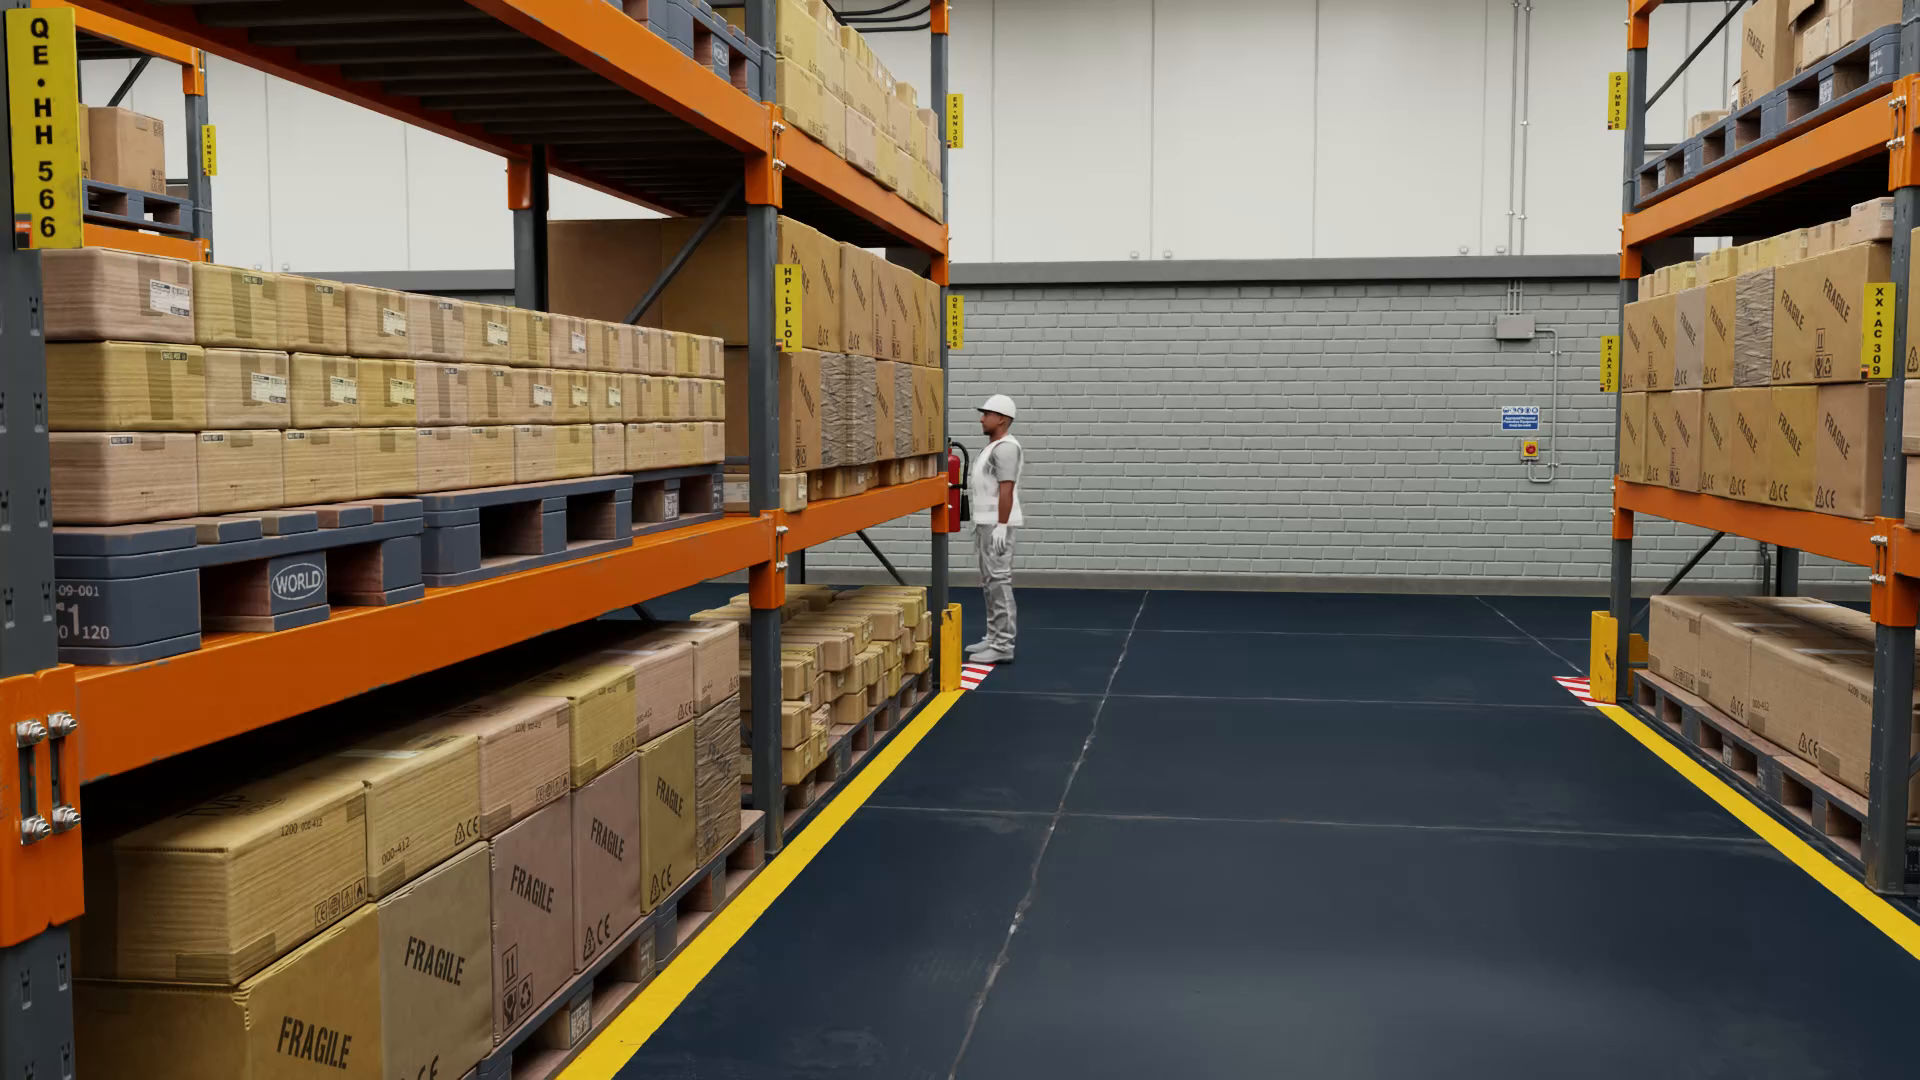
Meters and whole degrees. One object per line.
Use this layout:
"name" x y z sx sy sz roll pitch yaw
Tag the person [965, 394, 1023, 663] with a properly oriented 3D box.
"person" 0.230 -0.089 11.304 0.388 1.796 0.589 0 4 -3
